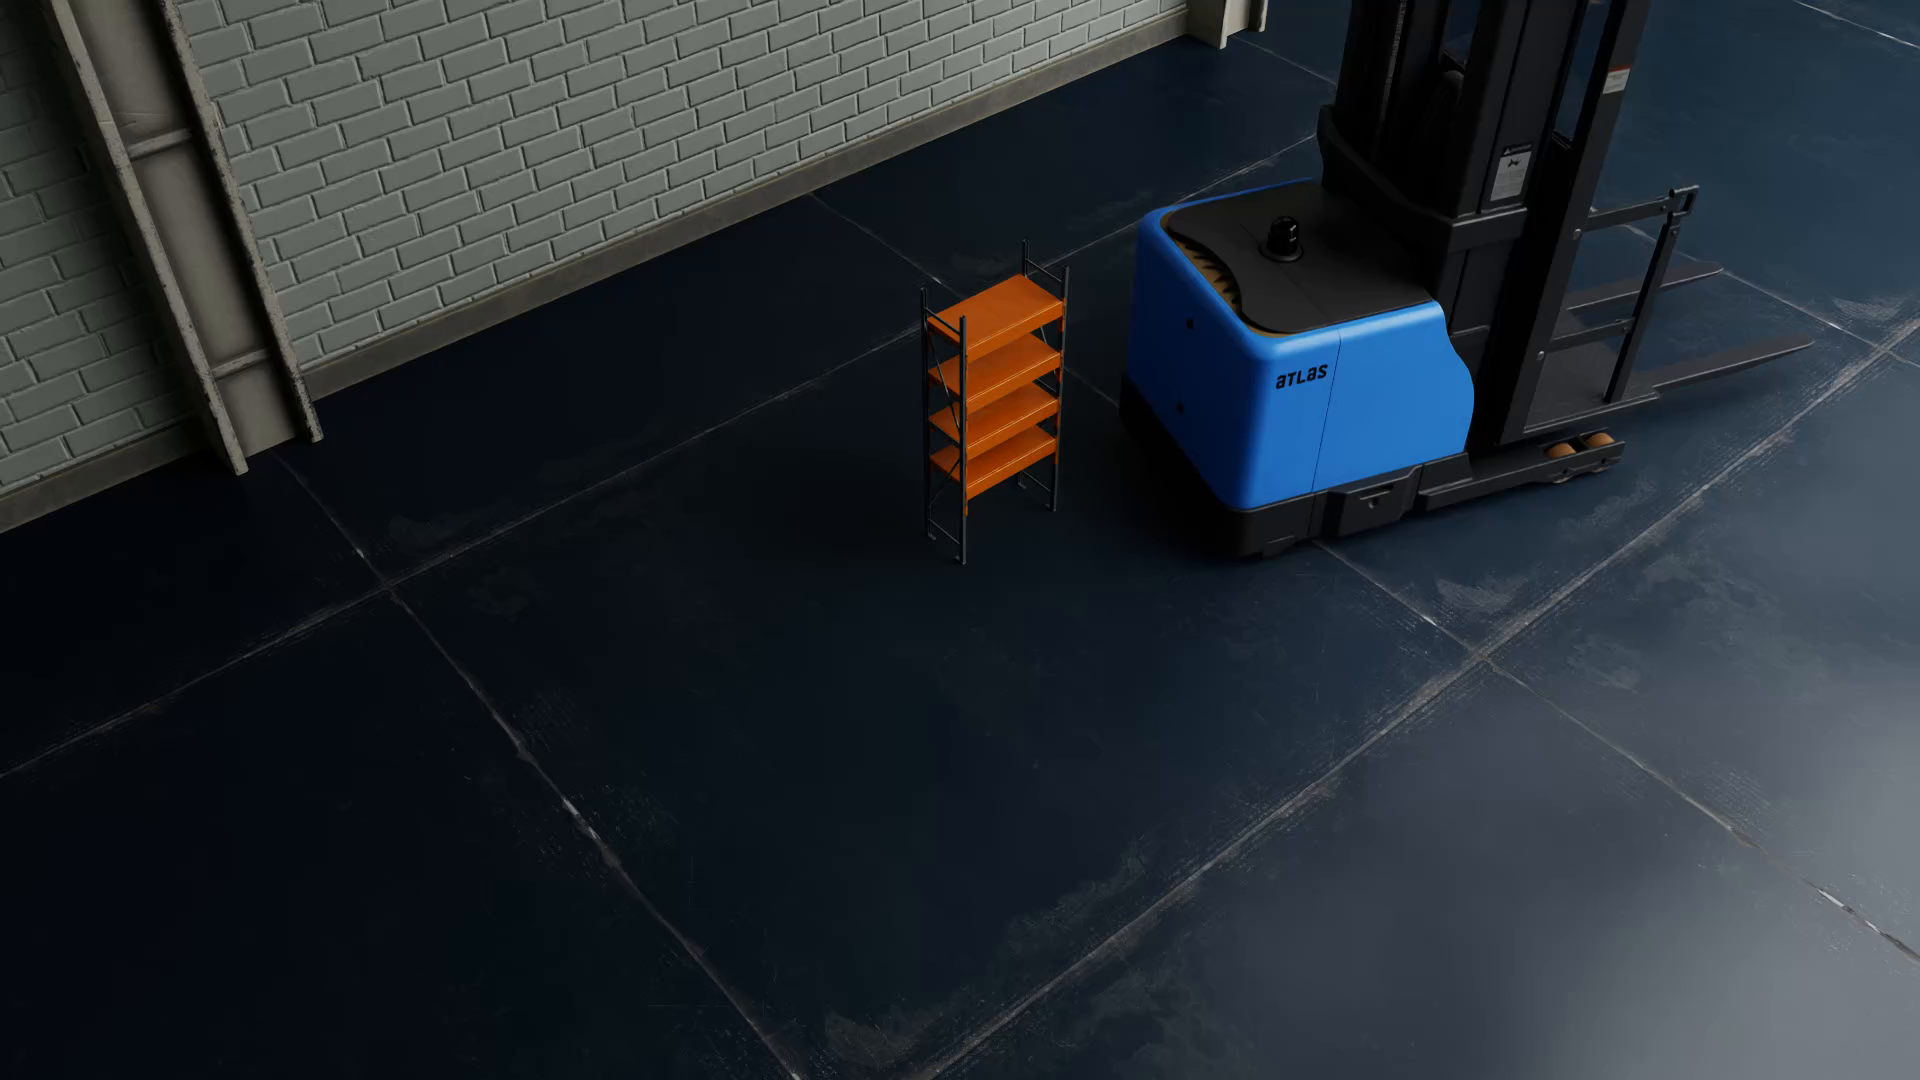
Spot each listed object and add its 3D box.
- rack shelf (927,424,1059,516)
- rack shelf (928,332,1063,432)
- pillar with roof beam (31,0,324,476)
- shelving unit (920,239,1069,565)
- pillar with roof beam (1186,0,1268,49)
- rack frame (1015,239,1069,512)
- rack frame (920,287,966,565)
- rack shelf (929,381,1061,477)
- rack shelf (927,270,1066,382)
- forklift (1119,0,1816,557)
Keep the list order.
[{"bbox_3d":[0.127,-0.316,6.599,0.480,0.148,0.258,-30,51,-28],"label":"rack shelf"},{"bbox_3d":[0.127,-0.624,6.310,0.480,0.148,0.258,-30,51,-28],"label":"rack shelf"},{"bbox_3d":[-0.249,-1.457,1.728,0.400,9.000,9.100,-30,51,-28],"label":"pillar with roof beam"},{"bbox_3d":[0.127,-0.510,6.417,0.503,1.200,0.258,-30,51,-28],"label":"shelving unit"},{"bbox_3d":[4.353,-4.093,4.534,0.400,9.000,9.100,-30,51,-28],"label":"pillar with roof beam"},{"bbox_3d":[0.314,-0.617,6.531,0.015,1.200,0.240,-30,51,-28],"label":"rack frame"},{"bbox_3d":[-0.060,-0.403,6.303,0.015,1.200,0.240,-30,51,-28],"label":"rack frame"},{"bbox_3d":[0.127,-0.461,6.463,0.480,0.148,0.258,-30,51,-28],"label":"rack shelf"},{"bbox_3d":[0.127,-0.796,6.148,0.480,0.148,0.258,-30,51,-28],"label":"rack shelf"},{"bbox_3d":[2.260,-1.632,6.347,3.031,2.935,1.130,-15,45,-15],"label":"forklift"}]
